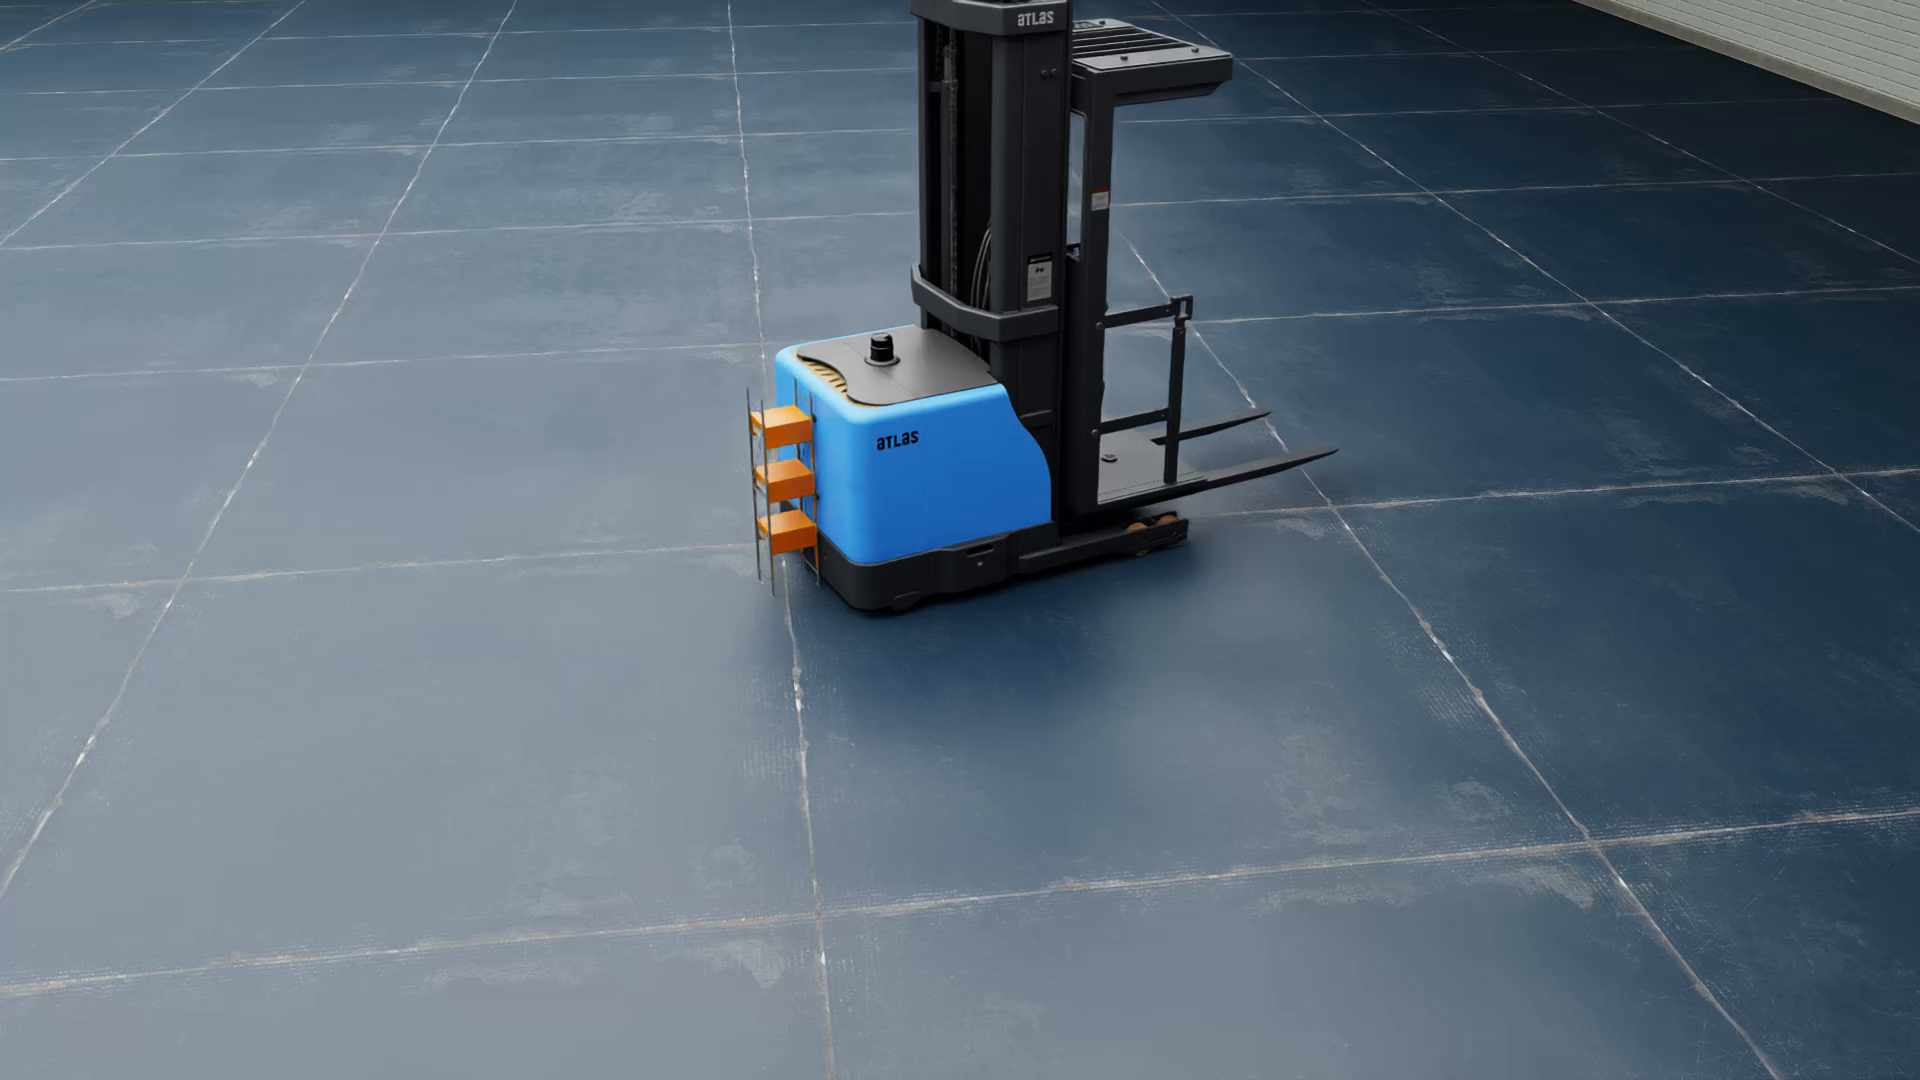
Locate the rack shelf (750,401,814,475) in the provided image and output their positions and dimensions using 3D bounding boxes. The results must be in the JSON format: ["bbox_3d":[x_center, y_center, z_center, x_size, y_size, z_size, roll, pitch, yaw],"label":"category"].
[{"bbox_3d":[-0.855,-0.490,7.956,0.240,0.259,0.215,-14,30,-25],"label":"rack shelf"}]

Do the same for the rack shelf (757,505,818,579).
[{"bbox_3d":[-0.855,0.010,8.213,0.240,0.259,0.215,-14,30,-25],"label":"rack shelf"}]

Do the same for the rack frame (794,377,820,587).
[{"bbox_3d":[-0.747,-0.273,8.132,0.008,1.050,0.200,-14,30,-25],"label":"rack frame"}]

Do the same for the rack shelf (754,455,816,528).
[{"bbox_3d":[-0.855,-0.237,8.086,0.240,0.259,0.215,-14,30,-25],"label":"rack shelf"}]

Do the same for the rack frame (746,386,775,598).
[{"bbox_3d":[-0.963,-0.221,8.031,0.008,1.050,0.200,-14,30,-25],"label":"rack frame"}]

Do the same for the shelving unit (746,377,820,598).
[{"bbox_3d":[-0.855,-0.247,8.081,0.252,1.050,0.215,-14,30,-25],"label":"shelving unit"}]

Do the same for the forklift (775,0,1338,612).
[{"bbox_3d":[0.613,-1.423,8.312,3.031,2.935,1.130,-14,30,-25],"label":"forklift"}]
